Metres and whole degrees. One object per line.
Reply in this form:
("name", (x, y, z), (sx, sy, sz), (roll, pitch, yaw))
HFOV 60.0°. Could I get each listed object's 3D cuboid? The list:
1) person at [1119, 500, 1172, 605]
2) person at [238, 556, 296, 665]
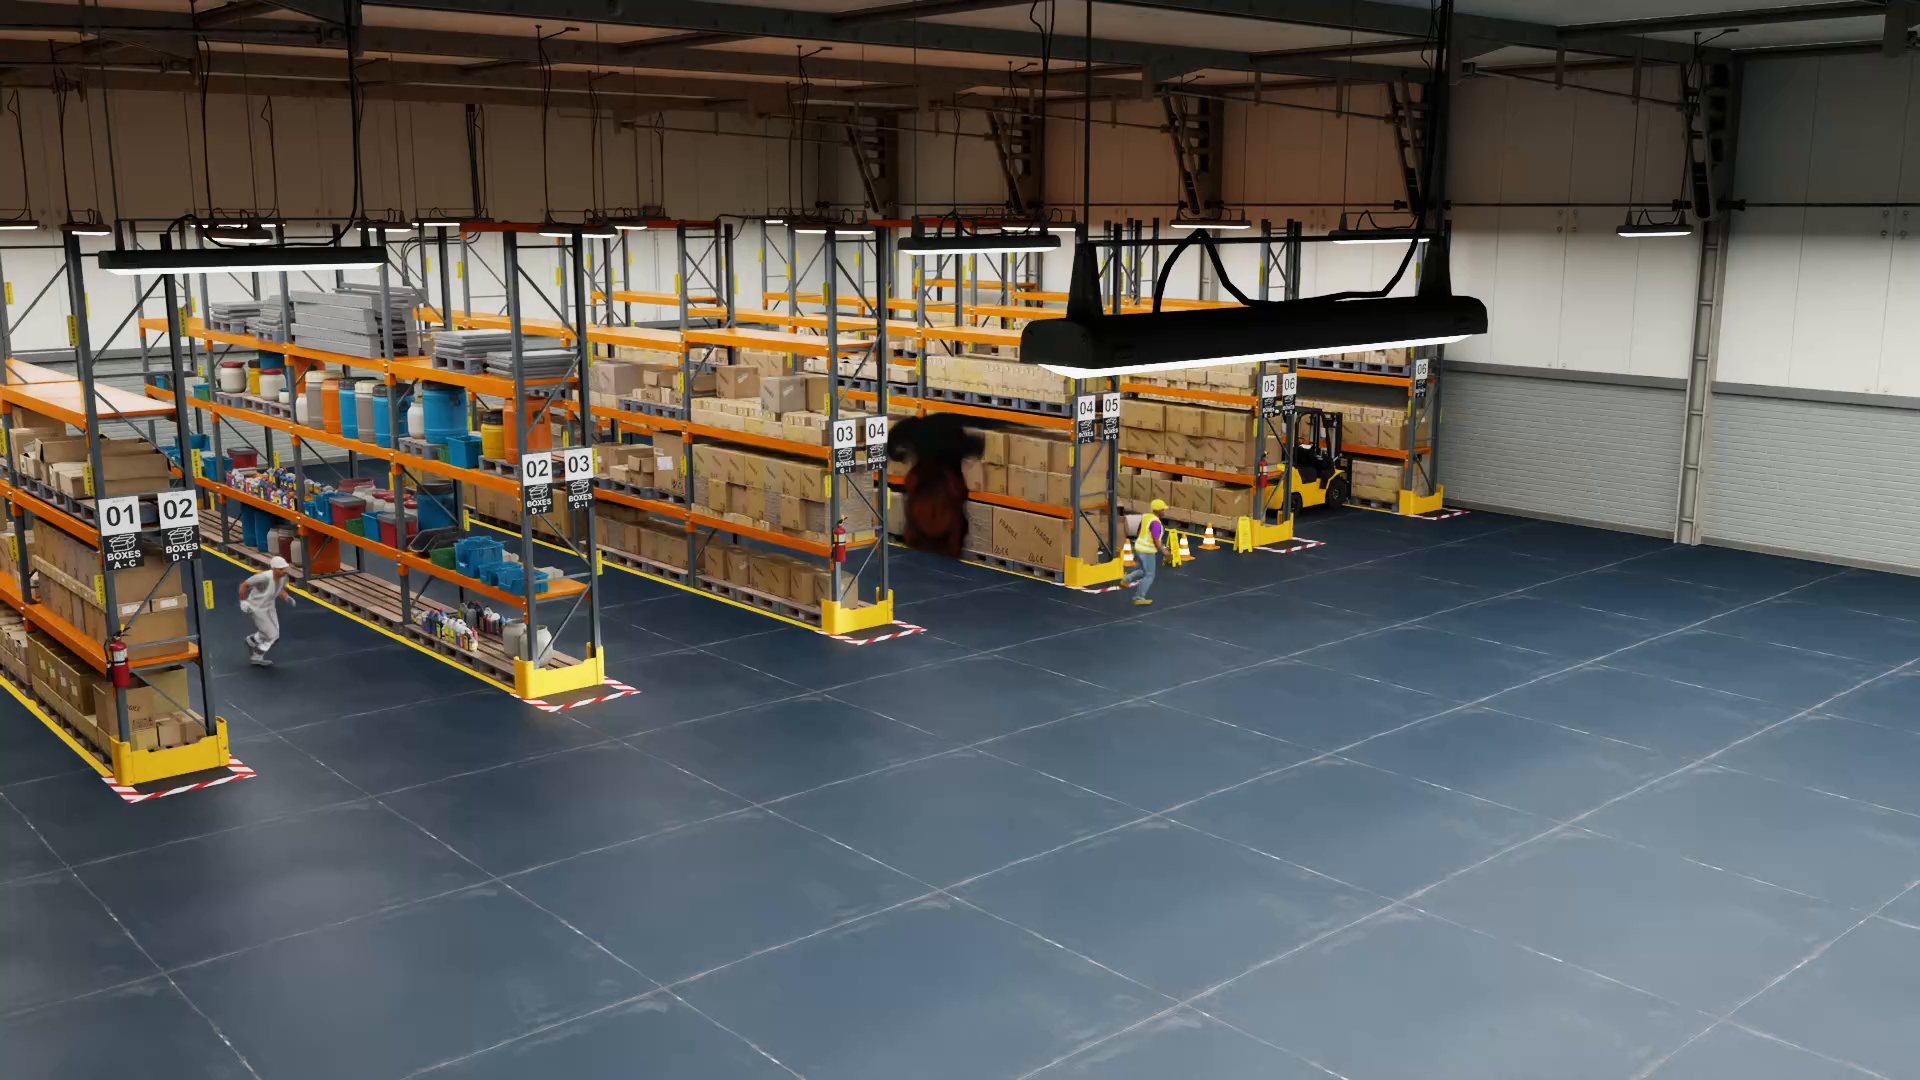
("person", (2.953, 0.193, 26.609), (0.769, 1.705, 0.690), (-3, 12, -14))
("person", (-9.594, 0.995, 22.959), (0.848, 1.586, 0.699), (4, 12, 21))
